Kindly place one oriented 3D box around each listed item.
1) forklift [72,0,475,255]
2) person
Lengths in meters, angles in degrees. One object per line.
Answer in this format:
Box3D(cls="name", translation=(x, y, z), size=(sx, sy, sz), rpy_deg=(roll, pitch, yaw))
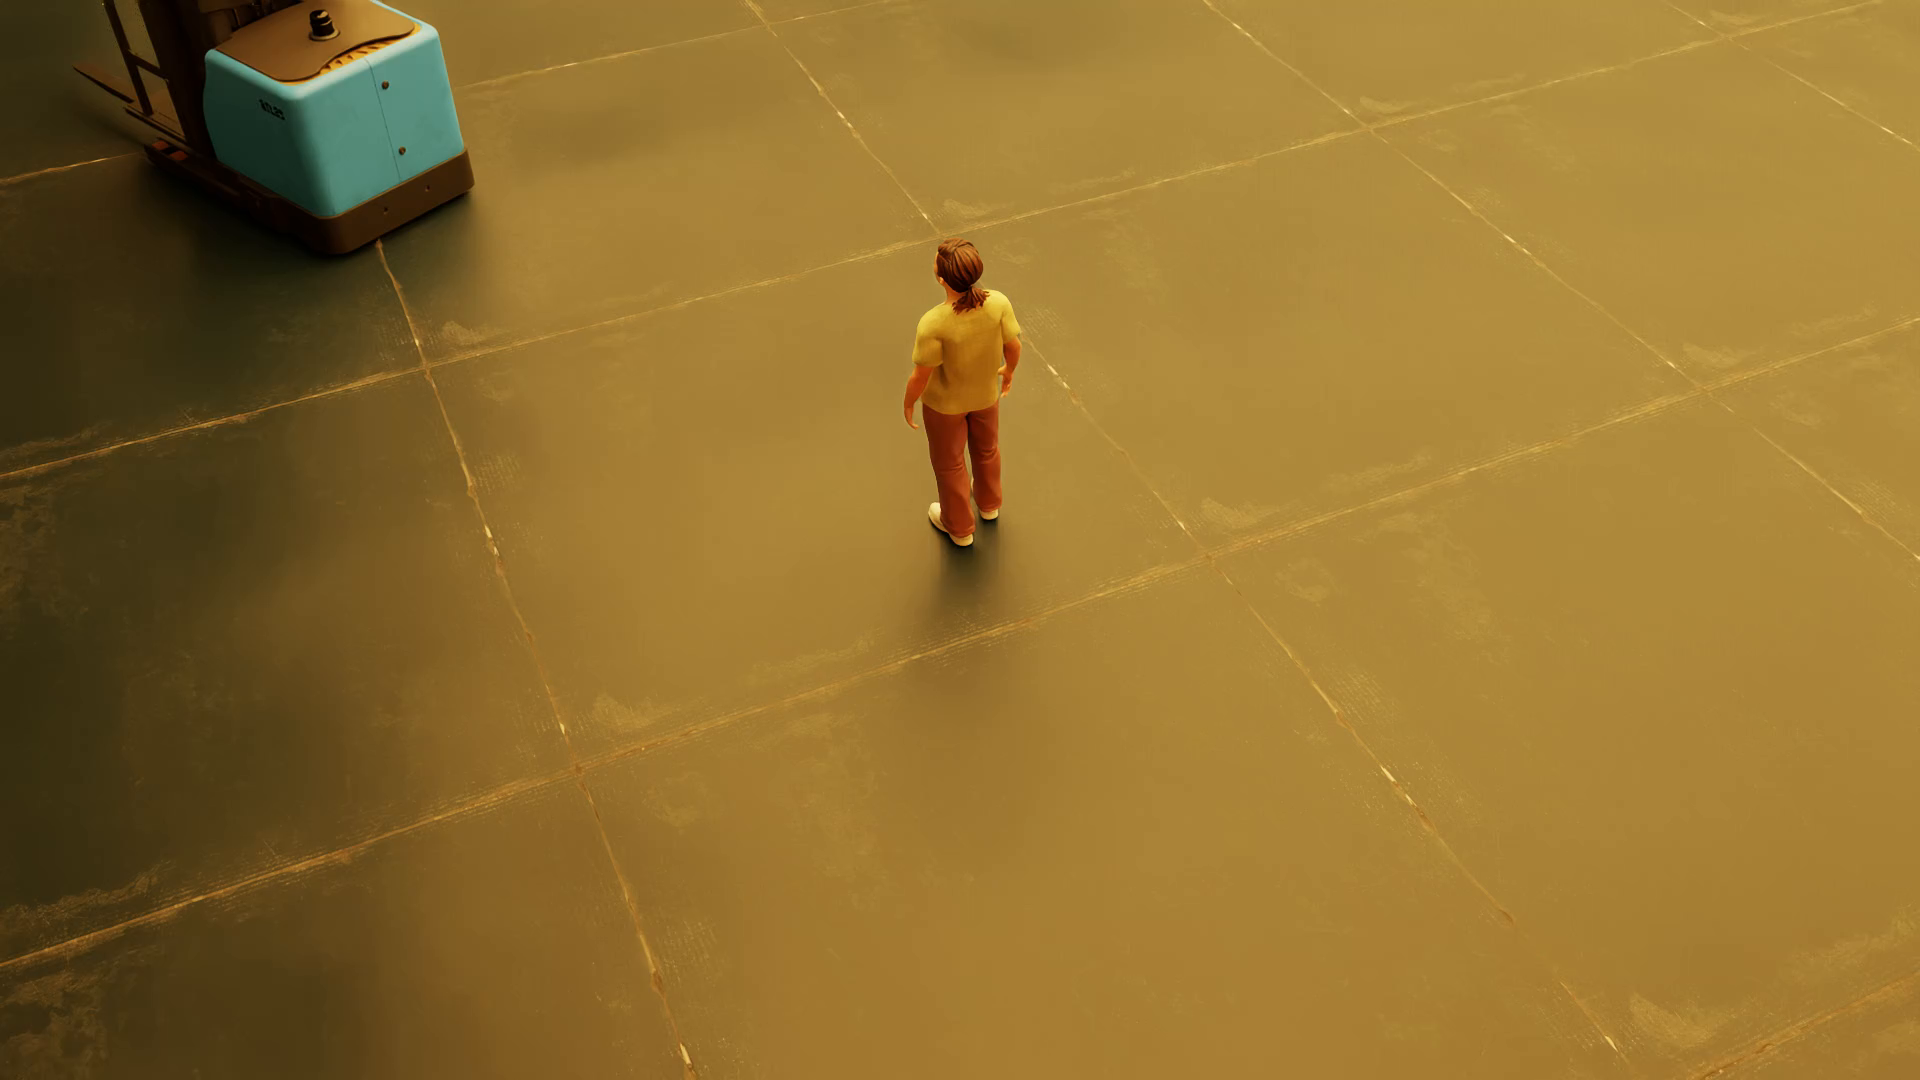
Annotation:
Box3D(cls="forklift", translation=(-4.391, -3.538, 9.471), size=(3.031, 2.935, 1.130), rpy_deg=(29, 50, 27))
Box3D(cls="person", translation=(-0.020, -0.667, 7.304), size=(0.553, 1.673, 0.548), rpy_deg=(-18, 46, -18))
